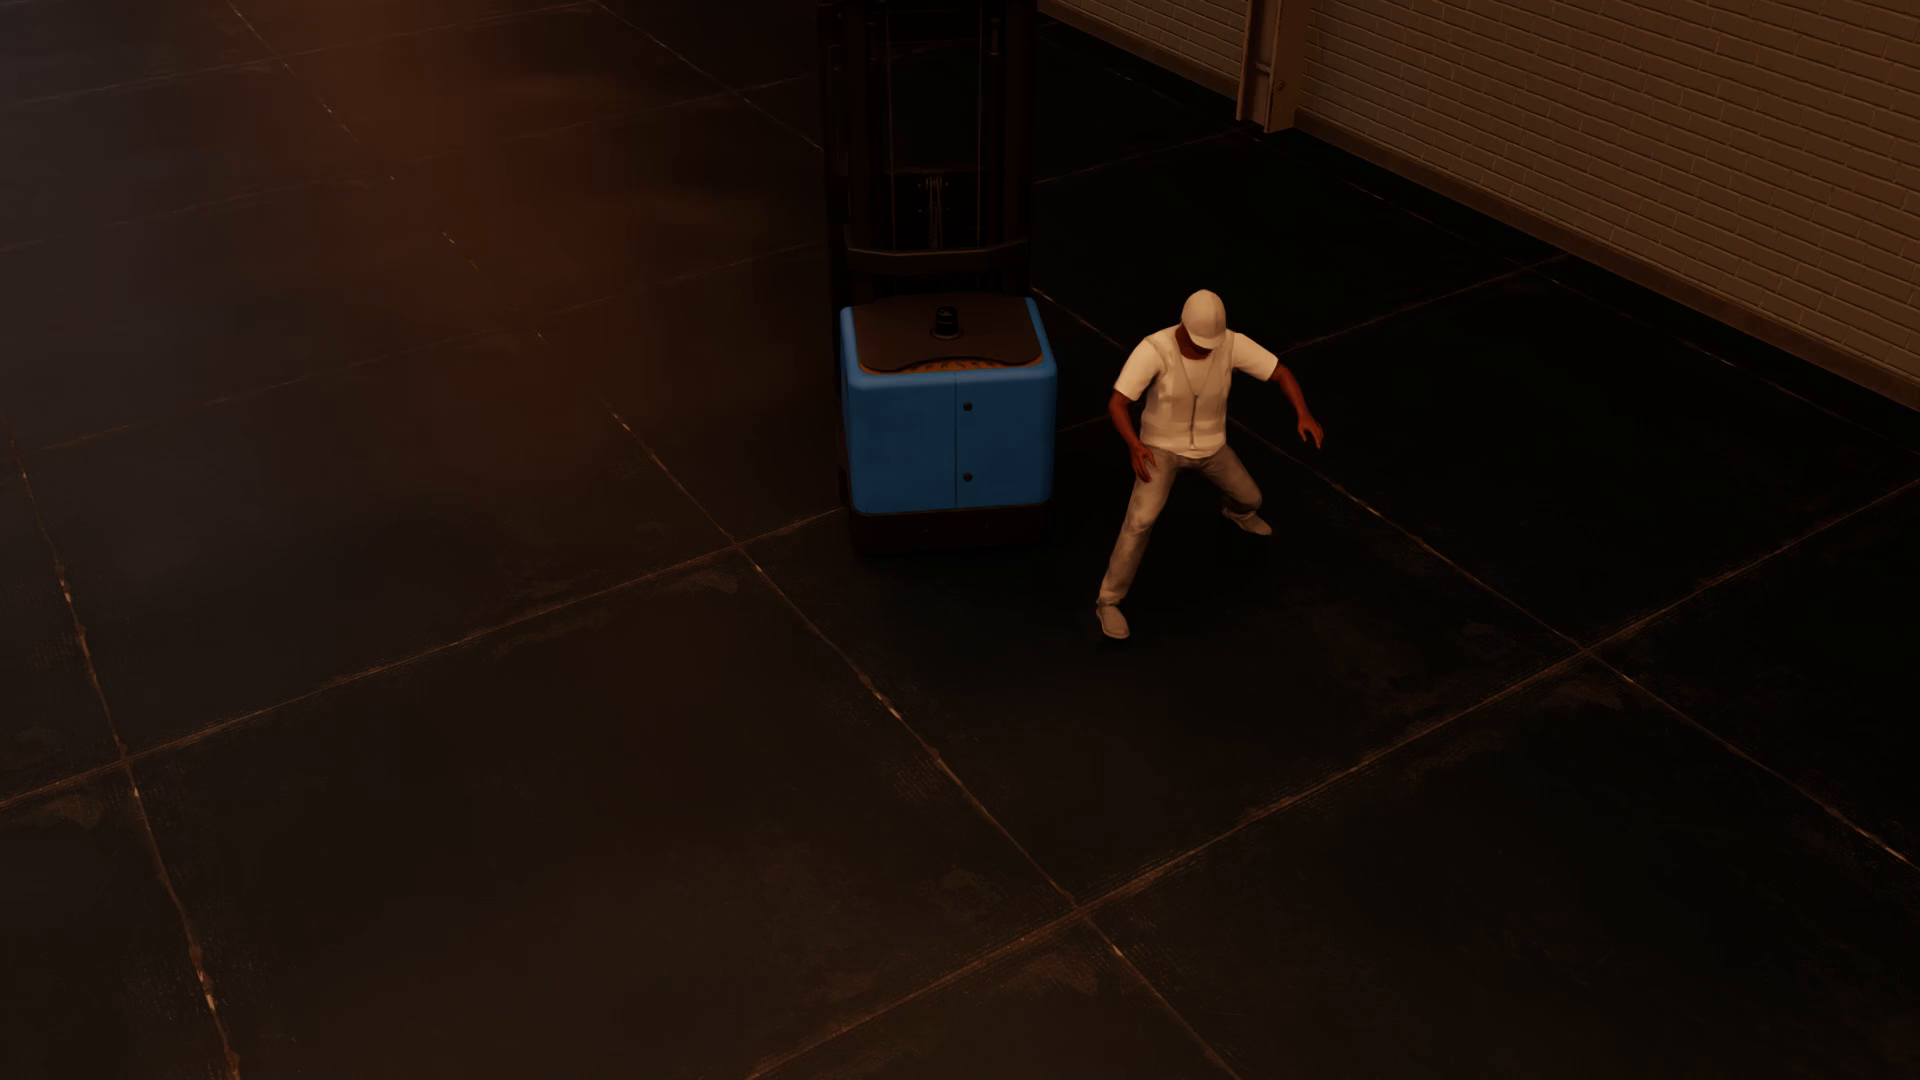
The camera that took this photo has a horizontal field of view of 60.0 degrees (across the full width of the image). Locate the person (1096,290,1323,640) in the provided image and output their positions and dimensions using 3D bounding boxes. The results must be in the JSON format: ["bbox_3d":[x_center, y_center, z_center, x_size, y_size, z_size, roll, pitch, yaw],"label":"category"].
[{"bbox_3d":[1.160,-0.441,7.992,1.111,1.589,1.007,-6,36,-9],"label":"person"}]

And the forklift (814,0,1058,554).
[{"bbox_3d":[-0.192,-1.960,8.937,1.130,2.935,3.031,-4,35,-5],"label":"forklift"}]
